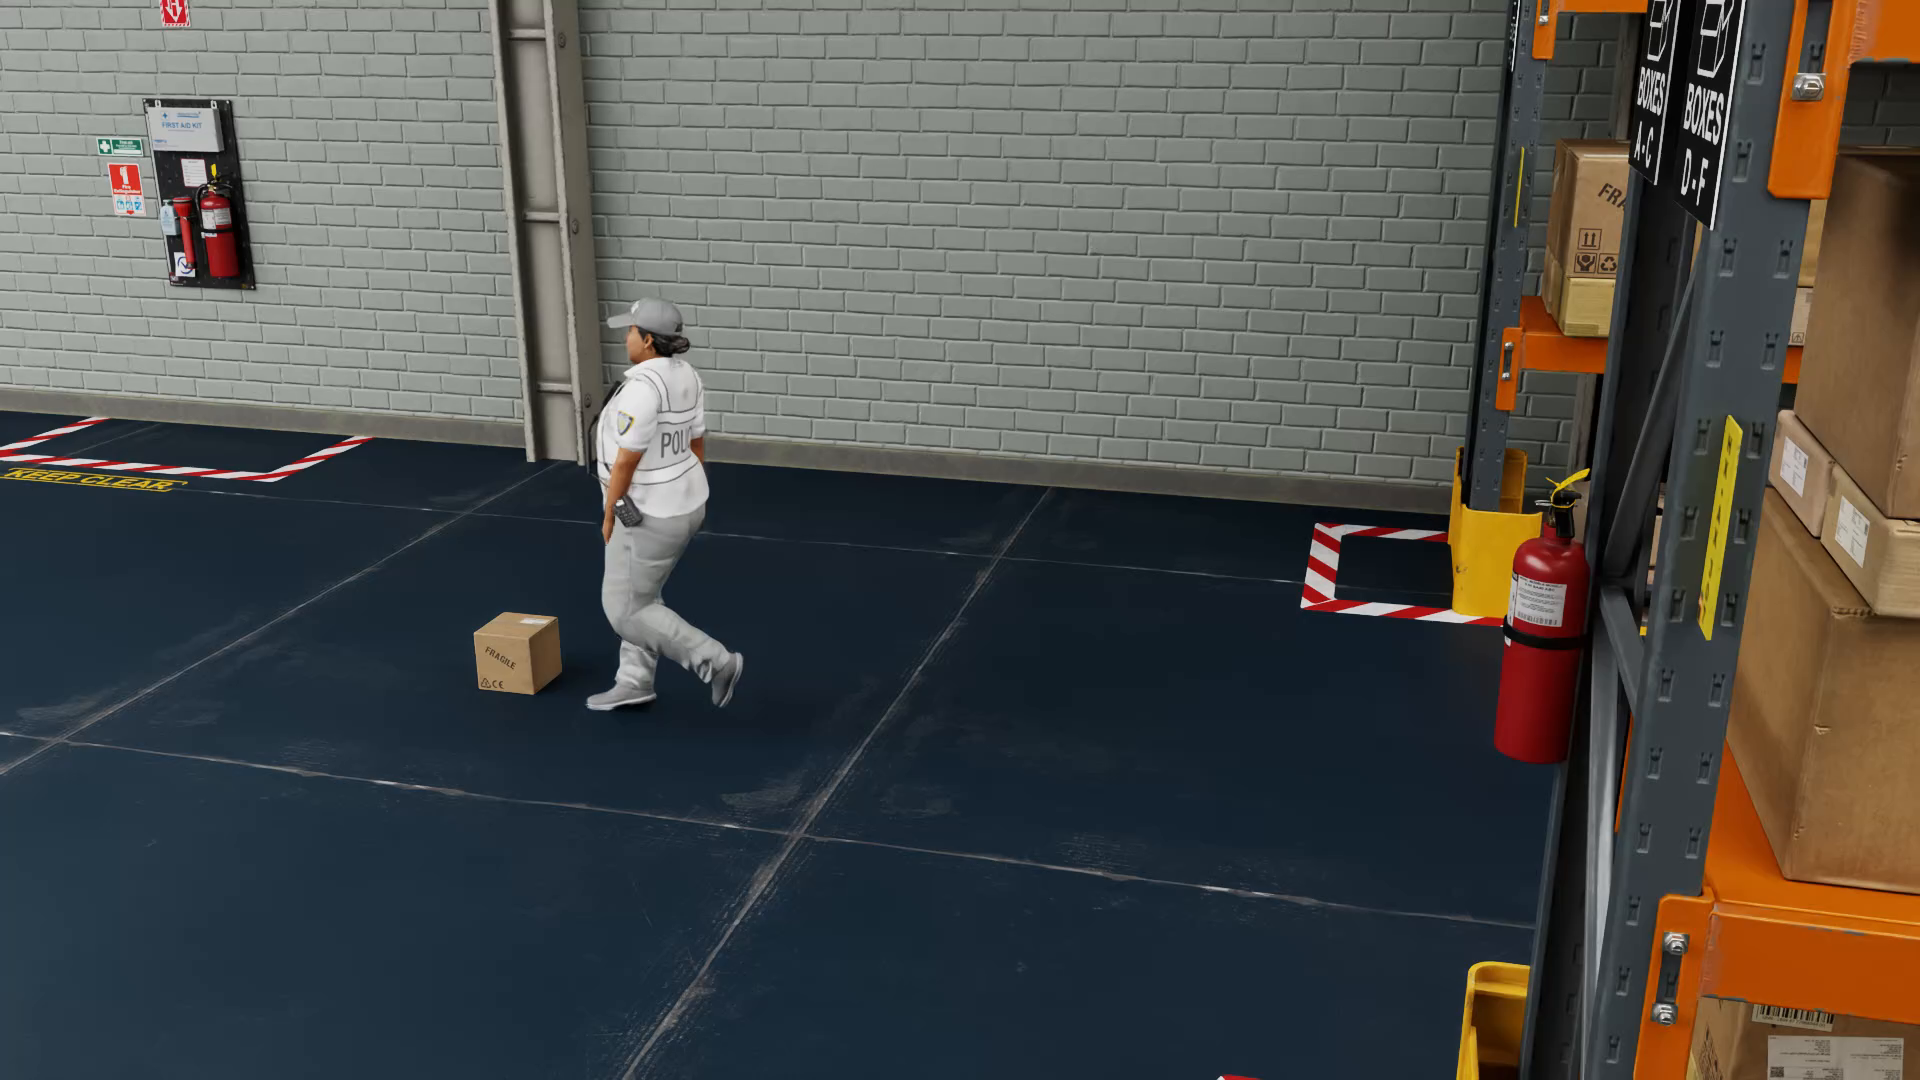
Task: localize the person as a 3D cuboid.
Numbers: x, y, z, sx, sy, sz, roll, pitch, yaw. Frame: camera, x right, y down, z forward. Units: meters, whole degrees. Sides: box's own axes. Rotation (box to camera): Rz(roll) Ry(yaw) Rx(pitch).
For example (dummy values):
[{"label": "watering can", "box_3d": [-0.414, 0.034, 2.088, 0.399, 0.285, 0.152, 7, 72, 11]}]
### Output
[{"label": "person", "box_3d": [-1.168, -0.092, 6.373, 0.703, 1.684, 0.518, 4, 19, 11]}]
